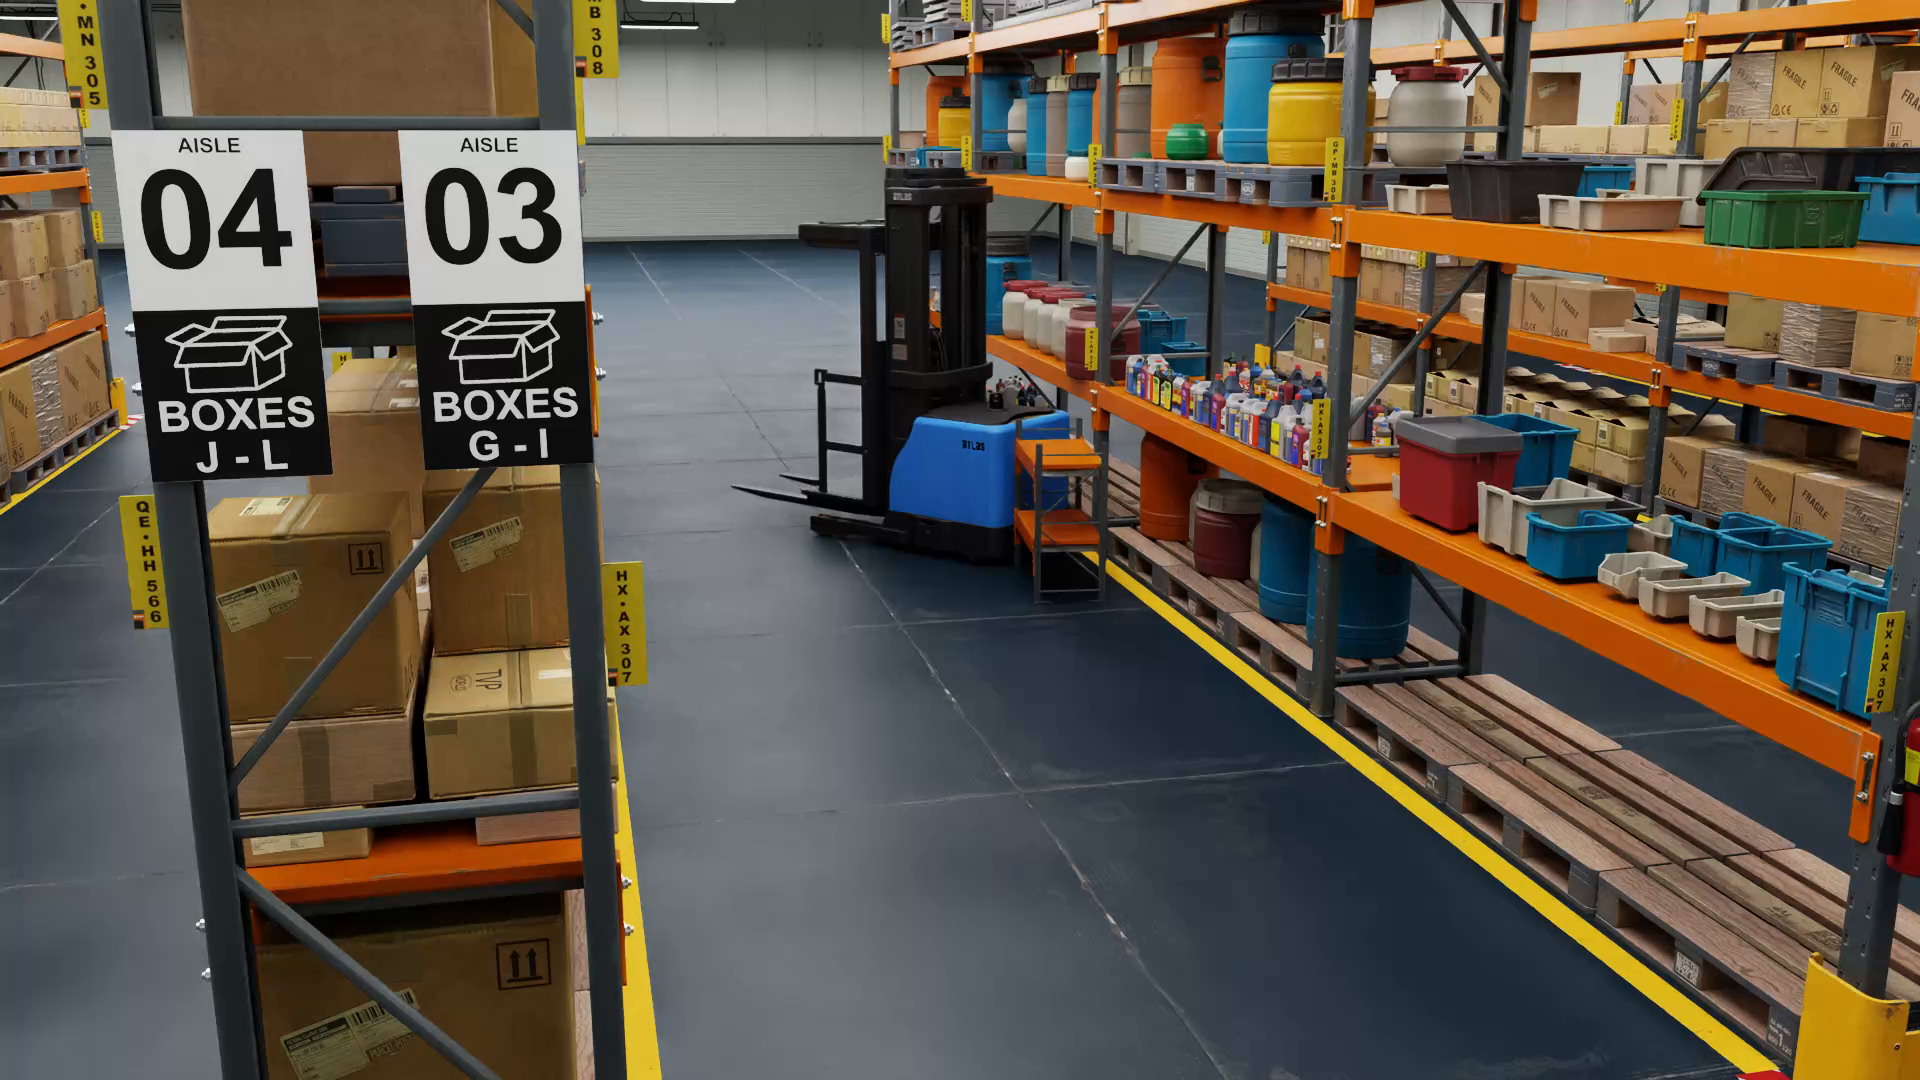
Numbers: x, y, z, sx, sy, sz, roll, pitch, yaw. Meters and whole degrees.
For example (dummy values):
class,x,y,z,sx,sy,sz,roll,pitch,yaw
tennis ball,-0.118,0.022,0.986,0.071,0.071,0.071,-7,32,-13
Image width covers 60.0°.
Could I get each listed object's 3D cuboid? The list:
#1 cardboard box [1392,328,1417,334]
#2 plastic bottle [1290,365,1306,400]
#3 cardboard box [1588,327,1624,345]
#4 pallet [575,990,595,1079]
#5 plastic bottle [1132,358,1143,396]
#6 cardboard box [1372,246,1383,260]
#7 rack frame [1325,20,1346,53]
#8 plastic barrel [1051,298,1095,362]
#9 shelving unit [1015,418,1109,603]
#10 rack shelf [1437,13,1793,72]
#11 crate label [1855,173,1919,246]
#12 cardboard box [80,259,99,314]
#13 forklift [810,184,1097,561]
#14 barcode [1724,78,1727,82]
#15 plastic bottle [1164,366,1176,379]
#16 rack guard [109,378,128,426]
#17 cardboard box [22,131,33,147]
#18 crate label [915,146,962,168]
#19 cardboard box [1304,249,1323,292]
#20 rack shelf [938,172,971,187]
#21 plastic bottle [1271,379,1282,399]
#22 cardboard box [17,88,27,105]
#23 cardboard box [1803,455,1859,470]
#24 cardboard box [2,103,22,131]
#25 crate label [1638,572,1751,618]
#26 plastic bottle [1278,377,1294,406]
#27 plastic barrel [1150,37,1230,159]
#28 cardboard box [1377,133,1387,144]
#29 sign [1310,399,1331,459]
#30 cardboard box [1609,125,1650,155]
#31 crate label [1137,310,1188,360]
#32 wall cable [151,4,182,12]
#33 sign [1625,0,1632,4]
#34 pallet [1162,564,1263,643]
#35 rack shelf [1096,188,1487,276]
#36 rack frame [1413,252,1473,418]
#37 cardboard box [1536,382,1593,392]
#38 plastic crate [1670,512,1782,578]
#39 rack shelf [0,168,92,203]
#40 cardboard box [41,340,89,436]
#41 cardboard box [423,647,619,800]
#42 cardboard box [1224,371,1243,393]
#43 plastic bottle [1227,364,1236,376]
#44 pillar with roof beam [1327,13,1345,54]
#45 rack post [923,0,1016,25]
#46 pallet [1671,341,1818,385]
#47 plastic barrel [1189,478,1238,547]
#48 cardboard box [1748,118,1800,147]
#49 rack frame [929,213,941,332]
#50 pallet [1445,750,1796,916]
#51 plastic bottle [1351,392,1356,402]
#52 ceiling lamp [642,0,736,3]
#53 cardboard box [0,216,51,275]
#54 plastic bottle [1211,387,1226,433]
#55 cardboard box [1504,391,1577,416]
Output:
class,x,y,z,sx,sy,sz,roll,pitch,yaw
cardboard box,5.379,-2.203,19.454,0.500,0.500,0.500,-3,14,-13
plastic bottle,2.317,-1.022,11.392,0.144,0.351,0.185,-3,14,-13
cardboard box,6.003,-1.862,15.257,0.380,0.149,0.250,-2,14,-9
pallet,-1.658,1.878,5.294,1.003,0.211,1.213,-3,14,-13
plastic bottle,1.330,-1.209,12.327,0.097,0.271,0.097,0,14,0
cardboard box,4.909,-3.265,18.894,0.380,0.149,0.250,-3,14,-13
rack frame,4.479,-6.453,20.878,1.000,3.000,0.127,-3,14,-13
plastic barrel,0.994,-1.795,14.217,0.421,0.512,0.421,0,14,0
shelving unit,-10.426,-3.632,15.655,21.784,6.000,11.952,-1,14,-6
rack shelf,5.888,-4.525,15.346,1.077,0.370,4.000,-3,14,-13
crate label,3.518,-1.188,5.962,0.408,0.251,0.502,-3,14,-13
cardboard box,-9.865,-2.724,17.940,0.883,0.550,0.562,-3,14,-14
forklift,0.801,-6.518,34.117,26.824,2.843,36.428,10,17,36
barcode,9.946,-5.962,21.610,0.001,0.075,0.075,-3,14,-13
plastic bottle,1.498,-1.106,11.904,0.097,0.271,0.097,0,14,0
rack guard,-10.002,-1.525,18.617,1.175,0.500,0.348,-3,14,-13
cardboard box,-9.169,-3.853,15.990,0.380,0.149,0.250,-3,14,-12
crate label,-0.219,-4.198,18.283,0.502,0.251,0.408,-3,14,-13
cardboard box,4.704,-3.358,20.640,0.700,0.500,0.500,-3,14,-12
rack shelf,0.133,-3.910,18.305,1.077,0.370,4.000,-3,14,-13
plastic bottle,2.252,-1.036,11.766,0.097,0.201,0.097,0,14,0
cardboard box,-9.169,-4.240,15.896,0.380,0.149,0.250,-3,14,-13
cardboard box,6.927,-0.370,12.962,0.500,0.500,0.500,-4,14,-15
cardboard box,-9.139,-3.954,15.563,0.500,0.250,0.500,-3,14,-14
crate label,2.910,0.218,6.643,0.396,0.136,0.243,-3,14,-13
plastic bottle,2.223,-0.977,11.352,0.061,0.283,0.133,-3,14,-13
plastic barrel,1.672,-3.156,11.916,0.600,0.830,0.708,-3,14,-13
cardboard box,4.869,-4.486,18.497,0.380,0.149,0.250,-3,14,-13
sign,1.946,-0.599,8.976,0.100,0.325,0.005,-3,14,-13
cardboard box,6.056,-3.503,14.555,0.500,0.250,0.500,-3,14,-12
crate label,1.571,-1.679,13.905,0.502,0.435,0.616,-3,14,-13
wall cable,-21.135,-16.013,46.326,3.097,2.526,0.112,-3,14,-13
sign,8.766,-7.192,21.768,0.100,0.325,0.005,-3,14,-13
pallet,2.051,0.397,11.356,1.003,0.211,1.213,-3,14,-13
rack shelf,2.012,-2.064,10.751,1.077,0.370,4.000,-3,14,-13
rack frame,5.418,-2.616,17.813,1.000,3.000,0.127,-3,14,-13
cardboard box,6.035,-1.444,16.745,0.500,0.311,0.500,-3,14,-13
plastic crate,3.303,0.032,7.203,0.416,0.233,0.300,-3,14,-13
rack shelf,-9.527,-3.380,16.138,1.077,0.370,4.000,-3,14,-13
cardboard box,-9.564,-1.550,17.044,0.875,0.875,0.875,-4,14,-14
cardboard box,-1.244,0.506,4.723,0.500,0.250,0.500,-4,14,-15
cardboard box,1.805,-0.958,11.134,0.147,0.351,0.187,-4,14,-14
plastic bottle,2.061,-1.224,12.536,0.097,0.201,0.097,0,14,0
pillar with roof beam,3.295,-9.145,31.897,9.100,9.000,0.400,-3,14,-13
rack post,0.149,-5.696,17.938,0.937,0.300,0.954,-4,14,-14
pallet,6.585,-1.447,13.435,1.213,0.211,1.003,-3,14,-13
plastic barrel,1.893,-0.176,12.184,0.421,0.512,0.421,0,14,0
cardboard box,6.613,-2.982,12.783,0.910,0.500,0.500,-3,14,-13
rack frame,-0.340,-3.263,20.463,0.949,2.616,0.053,-3,14,-13
pallet,2.982,1.309,7.624,1.003,0.211,1.213,-3,14,-13
plastic bottle,1.588,-1.187,14.503,0.255,1.356,7.774,-3,14,-14
ceiling lamp,-5.598,-11.109,34.261,1.941,0.041,0.237,-3,14,-13
cardboard box,-9.478,-2.870,16.264,0.875,0.550,0.500,-3,14,-13
plastic bottle,1.686,-0.847,10.820,0.061,0.283,0.133,-3,14,-13
cardboard box,5.635,-1.293,16.125,0.500,0.311,0.500,-3,14,-12
